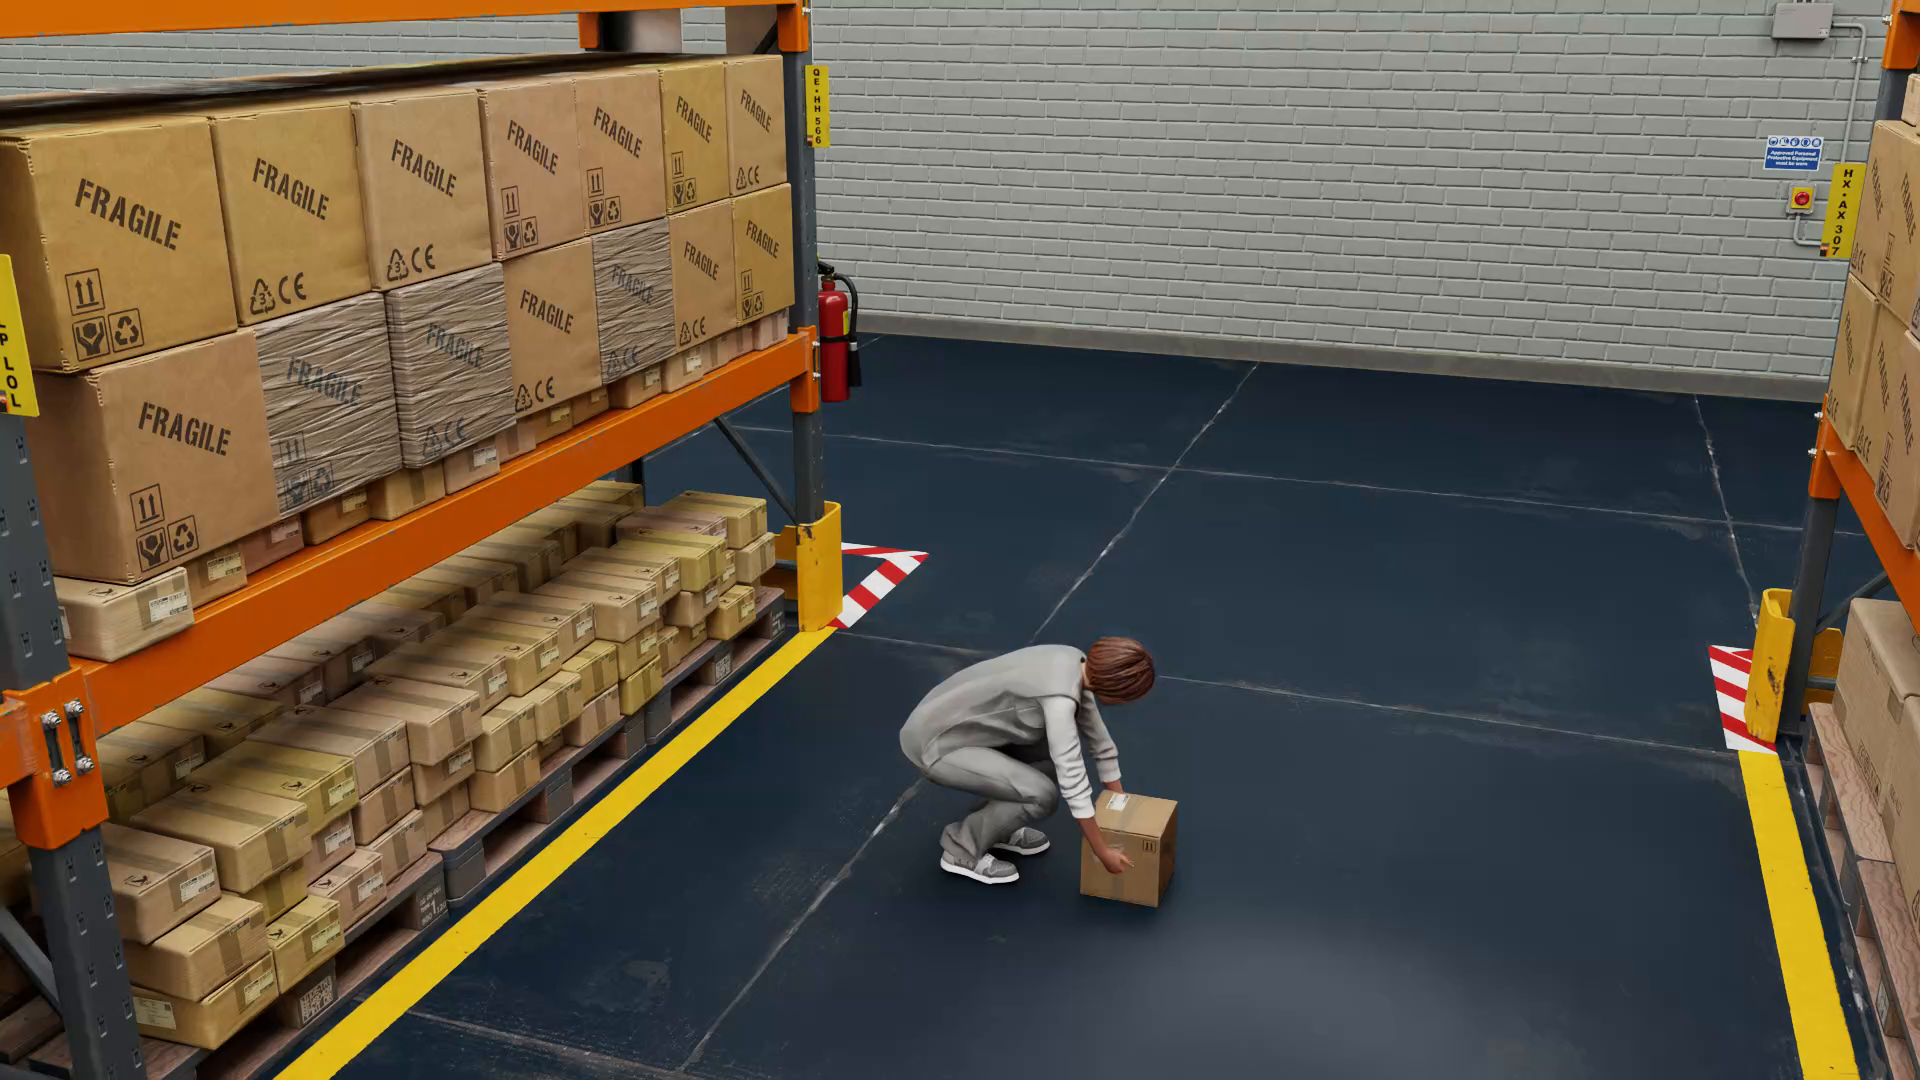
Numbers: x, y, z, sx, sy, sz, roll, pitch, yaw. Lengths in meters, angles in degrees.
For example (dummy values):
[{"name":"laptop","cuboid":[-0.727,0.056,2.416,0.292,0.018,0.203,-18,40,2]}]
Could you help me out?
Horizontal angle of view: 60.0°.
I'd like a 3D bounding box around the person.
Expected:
[{"name":"person","cuboid":[0.209,0.674,5.321,0.803,0.820,0.443,6,20,18]}]
